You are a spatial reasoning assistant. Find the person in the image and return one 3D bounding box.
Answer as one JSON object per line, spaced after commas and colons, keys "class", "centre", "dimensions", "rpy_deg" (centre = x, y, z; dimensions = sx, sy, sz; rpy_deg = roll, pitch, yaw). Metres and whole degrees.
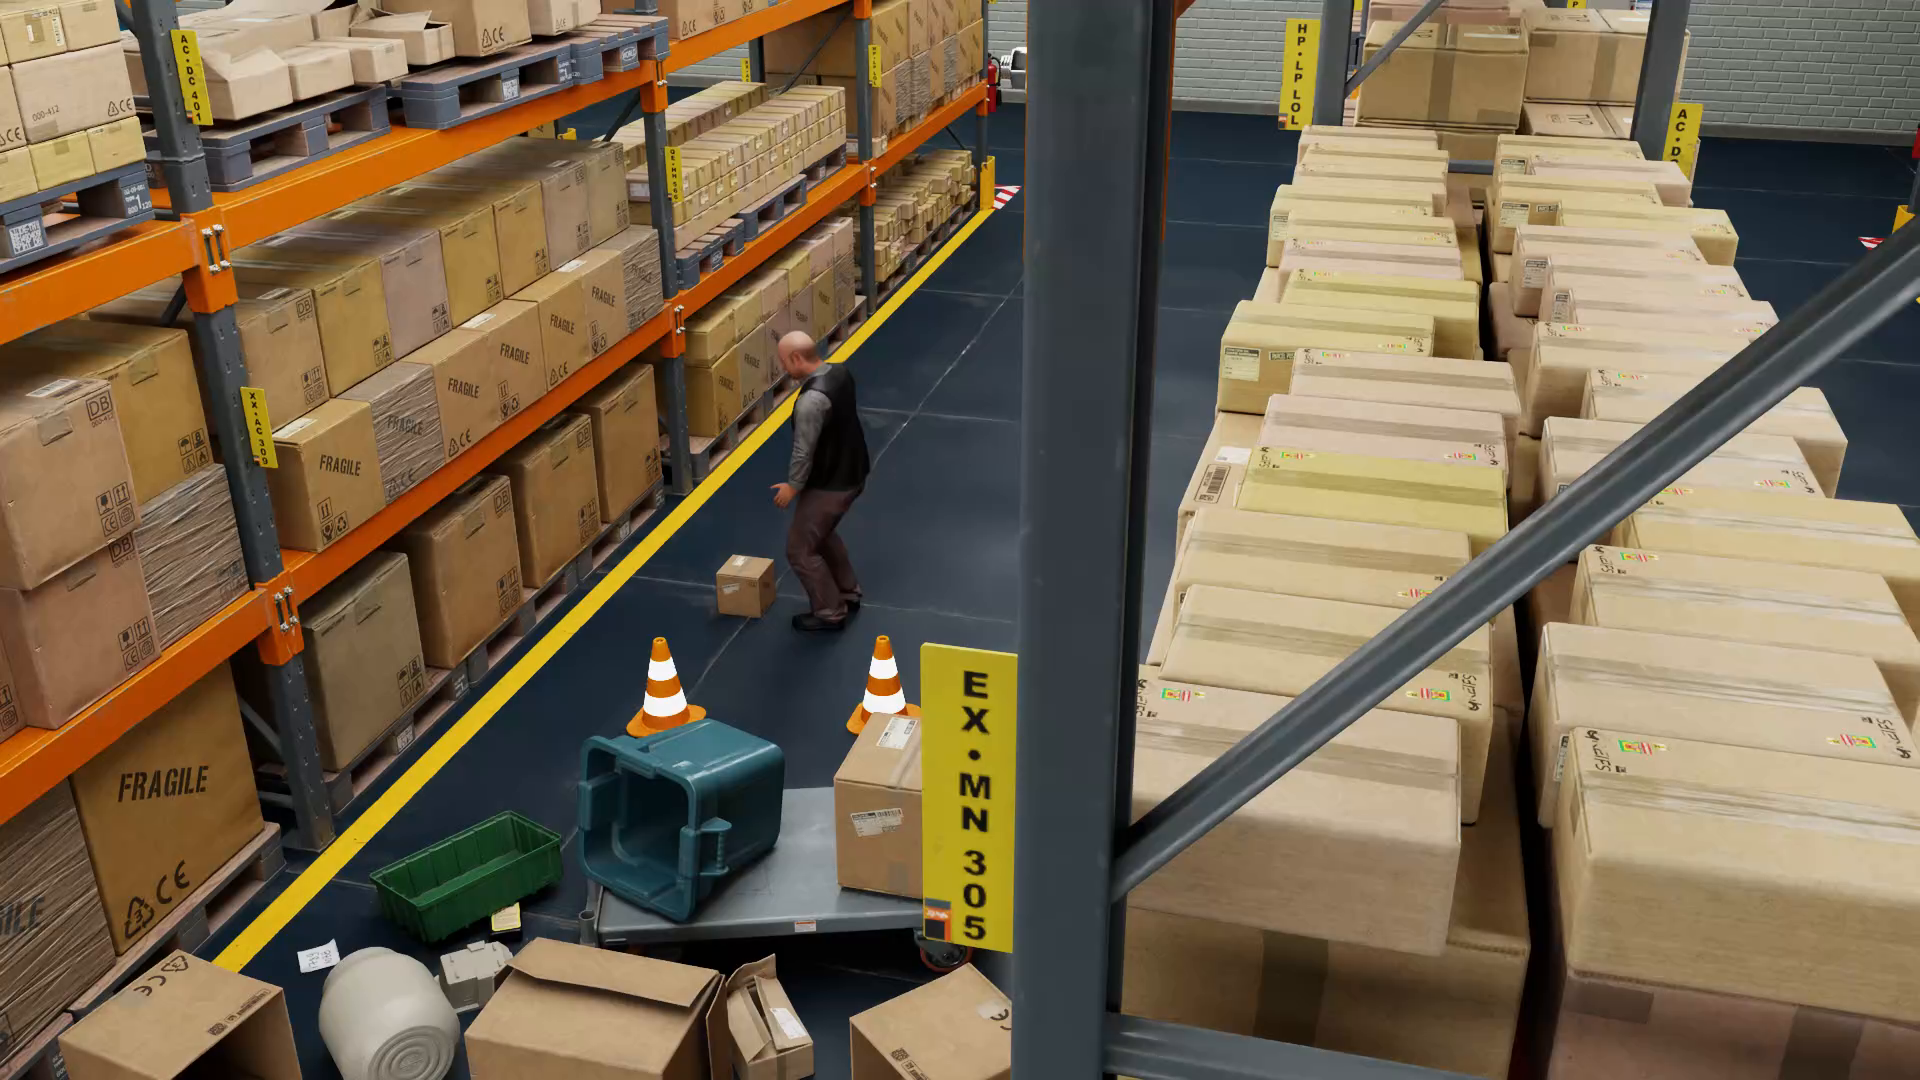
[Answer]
{"class": "person", "centre": [-0.732, -0.309, 8.882], "dimensions": [0.453, 1.658, 0.563], "rpy_deg": [7, 26, 14]}
